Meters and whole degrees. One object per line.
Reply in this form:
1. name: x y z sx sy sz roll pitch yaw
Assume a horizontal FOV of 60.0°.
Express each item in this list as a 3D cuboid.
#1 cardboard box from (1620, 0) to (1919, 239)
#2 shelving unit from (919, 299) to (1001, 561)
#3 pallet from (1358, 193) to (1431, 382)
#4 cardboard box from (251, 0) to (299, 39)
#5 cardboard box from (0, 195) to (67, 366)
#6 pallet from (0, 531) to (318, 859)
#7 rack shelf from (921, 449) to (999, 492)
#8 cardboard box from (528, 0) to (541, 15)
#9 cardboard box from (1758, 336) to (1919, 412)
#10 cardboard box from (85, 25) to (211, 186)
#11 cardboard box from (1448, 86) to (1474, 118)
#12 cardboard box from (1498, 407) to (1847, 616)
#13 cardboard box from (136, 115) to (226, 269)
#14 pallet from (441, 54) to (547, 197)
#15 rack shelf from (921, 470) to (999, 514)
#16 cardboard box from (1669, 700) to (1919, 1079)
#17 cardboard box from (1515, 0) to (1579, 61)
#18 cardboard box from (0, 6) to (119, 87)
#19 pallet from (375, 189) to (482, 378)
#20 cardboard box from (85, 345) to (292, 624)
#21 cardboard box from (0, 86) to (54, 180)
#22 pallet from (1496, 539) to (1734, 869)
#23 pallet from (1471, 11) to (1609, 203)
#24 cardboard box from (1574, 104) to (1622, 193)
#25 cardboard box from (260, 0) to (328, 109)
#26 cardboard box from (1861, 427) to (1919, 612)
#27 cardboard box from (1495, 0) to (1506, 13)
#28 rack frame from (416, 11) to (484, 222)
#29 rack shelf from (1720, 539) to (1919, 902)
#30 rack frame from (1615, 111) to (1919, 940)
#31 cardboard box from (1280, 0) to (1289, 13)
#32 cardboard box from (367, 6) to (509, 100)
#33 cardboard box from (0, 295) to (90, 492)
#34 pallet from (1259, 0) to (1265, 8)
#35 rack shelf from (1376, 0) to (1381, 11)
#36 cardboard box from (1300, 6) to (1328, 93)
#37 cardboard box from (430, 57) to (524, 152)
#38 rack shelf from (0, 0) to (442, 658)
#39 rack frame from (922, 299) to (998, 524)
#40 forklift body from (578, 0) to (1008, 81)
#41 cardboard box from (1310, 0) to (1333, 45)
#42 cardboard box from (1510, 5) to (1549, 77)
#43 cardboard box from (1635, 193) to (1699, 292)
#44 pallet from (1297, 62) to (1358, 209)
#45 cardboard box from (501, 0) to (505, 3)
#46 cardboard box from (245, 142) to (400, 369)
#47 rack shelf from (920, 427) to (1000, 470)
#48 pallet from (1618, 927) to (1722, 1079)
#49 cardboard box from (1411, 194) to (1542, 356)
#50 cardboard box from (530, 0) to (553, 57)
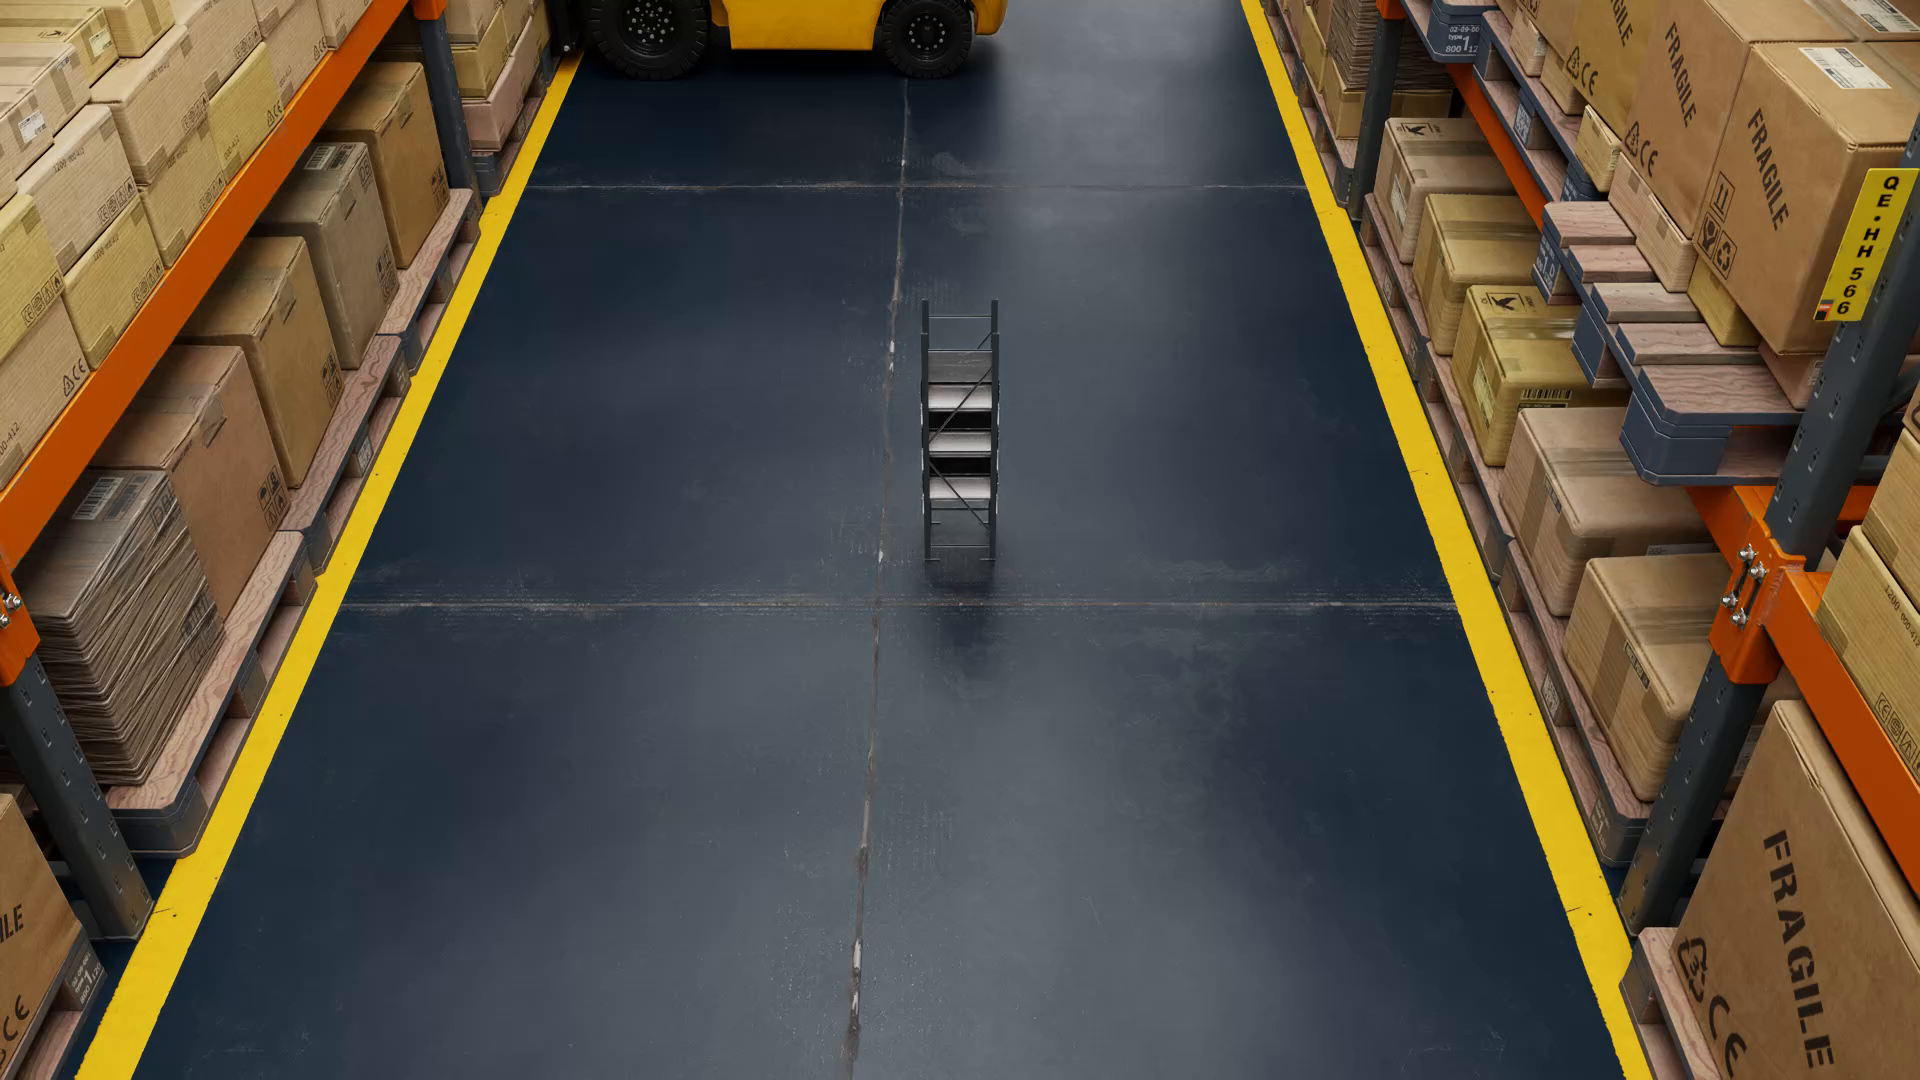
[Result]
1. cardboard box: 1.991 -1.073 4.037 0.500 0.500 0.500 -1 39 -1
2. shelving unit: 0.000 -0.346 5.462 0.258 0.900 0.210 0 39 0
3. pallet: 2.279 -1.073 6.921 1.003 0.211 1.213 0 39 0
4. cardboard box: -2.428 -1.831 5.356 0.500 0.250 0.500 1 39 1
5. cardboard box: -2.414 -0.555 3.765 0.500 0.250 0.500 0 39 0
6. pallet: -2.644 0.432 5.042 1.003 0.211 1.213 0 39 0
7. rack shelf: 0.000 -0.250 5.539 0.258 0.077 0.200 0 39 0
8. cardboard box: -2.371 -2.861 8.384 0.500 0.250 0.500 0 39 0
9. cardboard box: 2.045 -0.418 3.738 0.380 0.149 0.250 1 39 2
10. cardboard box: -2.421 -1.196 4.564 0.500 0.250 0.500 -1 39 -1
11. cardboard box: 2.546 -2.108 7.845 0.500 0.250 0.500 -2 39 -2
12. cardboard box: 2.282 -0.100 5.242 0.950 0.372 0.625 -1 39 -1
13. cardboard box: -2.442 -0.997 4.715 0.500 0.250 0.500 -1 39 -2
14. pallet: -2.646 -2.052 8.141 1.003 0.211 1.213 0 39 0
15. rack shelf: 0.000 -0.180 5.596 0.258 0.077 0.200 0 39 0
16. cardboard box: 2.199 0.950 3.529 0.875 0.875 0.875 0 39 0
17. cardboard box: 1.990 -1.730 4.857 0.500 0.500 0.500 -2 39 -2
18. cardboard box: -2.459 -1.281 4.351 0.380 0.149 0.250 0 39 0
19. pallet: -2.647 -1.094 6.946 1.003 0.211 1.213 0 39 0
20. cardboard box: -2.678 -0.177 5.135 0.875 0.625 0.625 1 39 1
21. cardboard box: -2.416 -0.960 3.951 0.380 0.149 0.250 1 39 1
22. pallet: 2.282 0.452 5.017 1.003 0.211 1.213 0 39 0
23. pallet: 2.238 -1.310 5.139 1.003 0.211 1.213 0 39 0
24. cardboard box: 1.921 -1.072 4.555 0.380 0.149 0.250 1 39 1
25. cardboard box: -2.449 -1.644 5.523 0.500 0.250 0.500 0 39 0
26. cardboard box: 2.035 0.033 3.030 0.500 0.250 0.500 0 39 0
27. cardboard box: 1.988 -1.874 5.555 0.380 0.149 0.250 1 39 1
28. rack frame: -2.687 -2.643 6.649 1.000 3.000 0.127 0 39 0
29. rack shelf: 2.283 1.384 2.199 1.077 0.370 4.000 0 39 0
30. rack frame: 2.281 -0.147 3.535 1.000 3.000 0.127 0 39 0
31. cardboard box: 2.003 -3.076 9.052 0.500 0.250 0.500 2 39 3
32. cardboard box: -2.379 -2.231 7.599 0.500 0.250 0.500 0 39 0
33. cardboard box: -2.439 -0.360 3.921 0.500 0.250 0.500 0 39 0
34. pallet: 2.238 -3.506 9.956 1.003 0.211 1.213 0 39 0
35. rack shelf: 2.274 -3.618 8.442 1.077 0.370 4.000 0 39 0
36. cardboard box: 1.996 -2.442 8.261 0.500 0.250 0.500 -1 39 -1
37. cardboard box: -2.357 -2.036 7.755 0.500 0.250 0.500 0 39 0
38. rack shelf: -2.685 -1.111 5.313 1.077 0.370 4.000 0 39 0
39. rack frame: 0.000 -0.410 5.542 0.240 0.900 0.006 0 39 0
40. forklift body: -0.865 -3.628 8.558 2.313 2.155 1.214 0 39 0
41. cardboard box: 2.005 -2.720 8.009 0.500 0.500 0.500 1 39 1
42. cardboard box: 1.935 -1.553 5.155 0.380 0.149 0.250 1 39 2
43. cardboard box: 1.928 -0.743 4.143 0.380 0.149 0.250 0 39 0
44. pallet: 2.240 -1.980 8.052 1.003 0.211 1.213 0 39 0
45. cardboard box: -2.364 -2.746 7.841 0.500 0.250 0.500 0 39 0
46. cardboard box: -2.682 -1.068 6.247 0.875 0.625 0.625 0 39 0
47. rack shelf: 0.000 -0.320 5.483 0.258 0.077 0.200 0 39 0
48. pallet: 2.207 1.434 3.792 1.003 0.211 1.213 0 39 0
49. cardboard box: 2.284 -1.009 6.376 0.950 0.372 0.625 2 39 3
50. cardboard box: -2.389 -2.675 8.552 0.500 0.250 0.500 1 39 1
